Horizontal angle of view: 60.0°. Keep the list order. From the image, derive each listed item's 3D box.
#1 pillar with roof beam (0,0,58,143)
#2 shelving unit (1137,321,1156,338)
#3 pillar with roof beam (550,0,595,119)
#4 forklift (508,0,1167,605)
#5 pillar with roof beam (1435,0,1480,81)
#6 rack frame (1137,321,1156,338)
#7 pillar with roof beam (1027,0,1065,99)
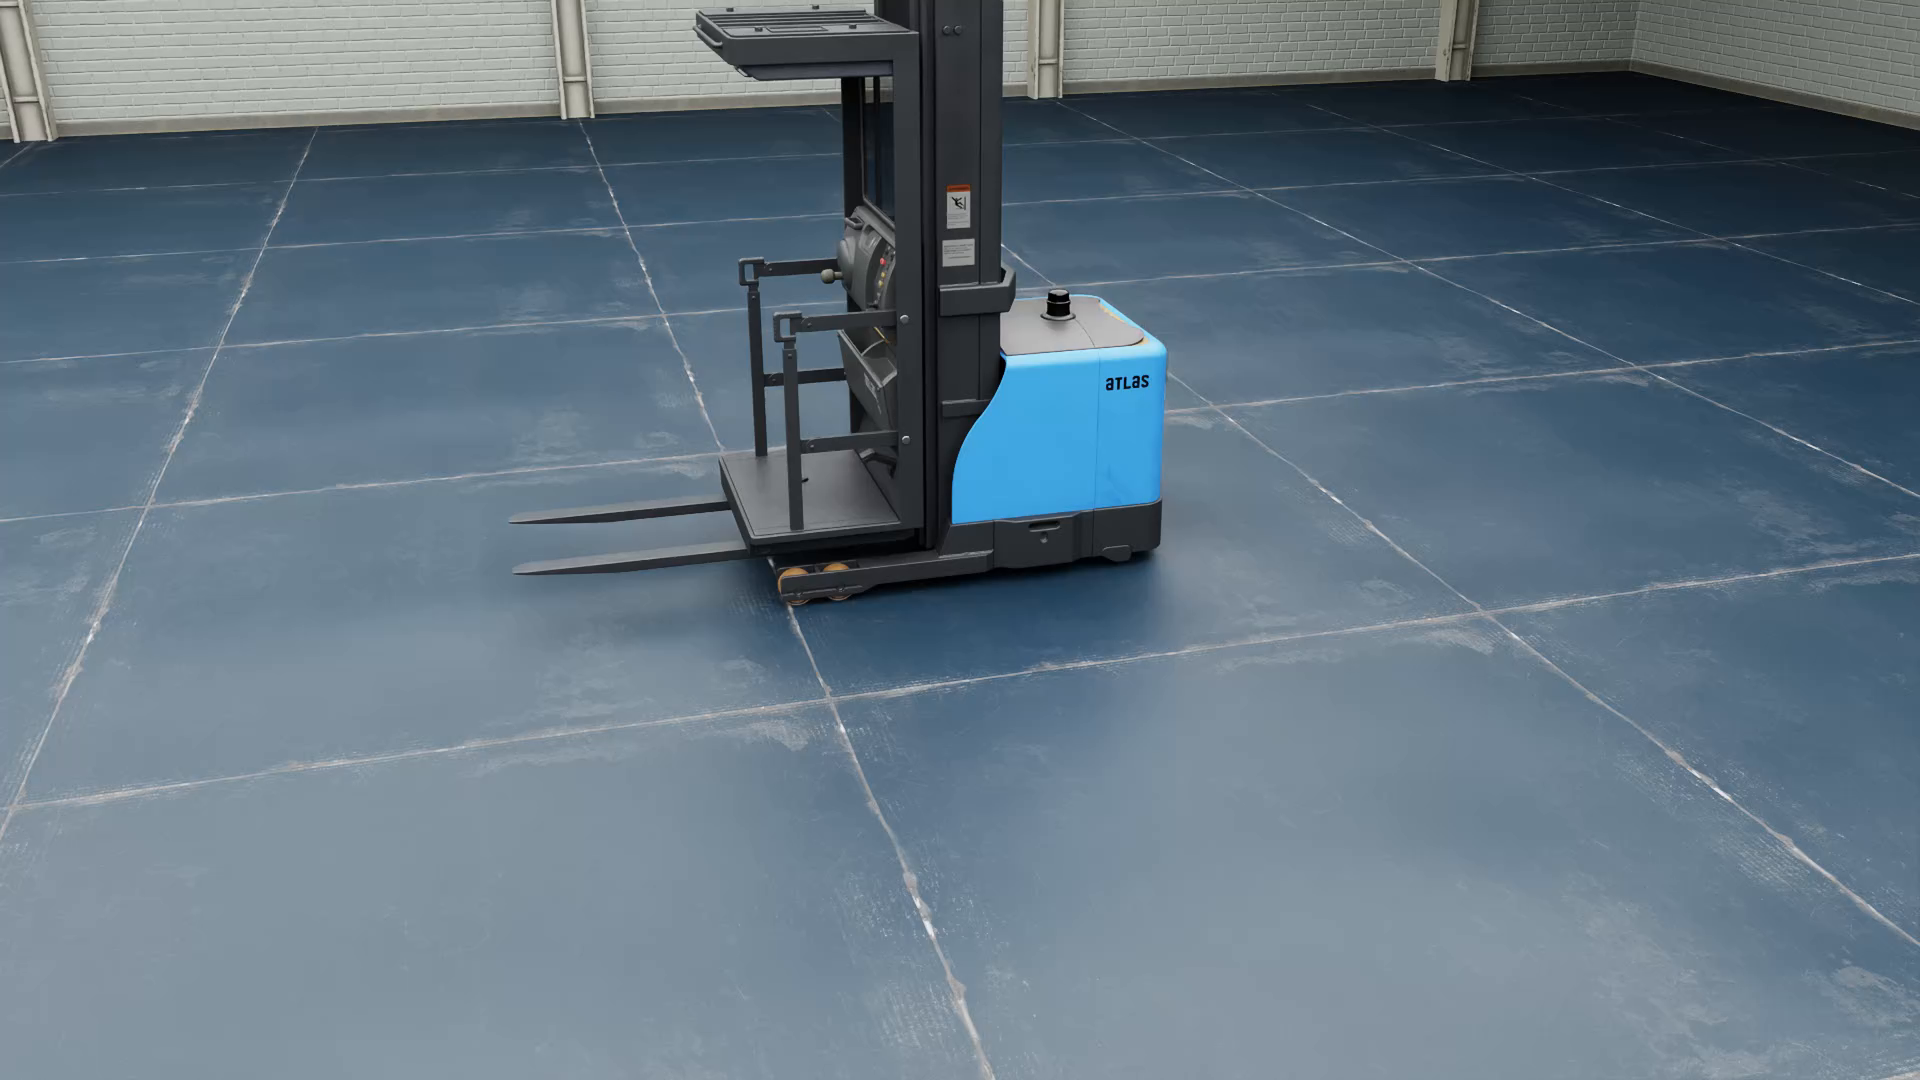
[{"bbox_3d":[-9.281,-7.032,13.226,0.400,9.000,9.100,-6,24,-14],"label":"pillar with roof beam"},{"bbox_3d":[0.858,-0.661,8.646,0.210,0.900,0.258,-7,24,-14],"label":"shelving unit"},{"bbox_3d":[-3.504,-7.671,14.716,0.400,9.000,9.100,-6,24,-14],"label":"pillar with roof beam"},{"bbox_3d":[-0.608,-1.281,7.518,3.031,2.935,1.130,-6,24,-14],"label":"forklift"},{"bbox_3d":[8.050,-8.949,17.695,0.400,9.000,9.100,-6,24,-14],"label":"pillar with roof beam"},{"bbox_3d":[0.956,-0.672,8.671,0.006,0.900,0.240,-7,24,-14],"label":"rack frame"},{"bbox_3d":[2.273,-8.310,16.205,0.400,9.000,9.100,-6,24,-14],"label":"pillar with roof beam"}]
